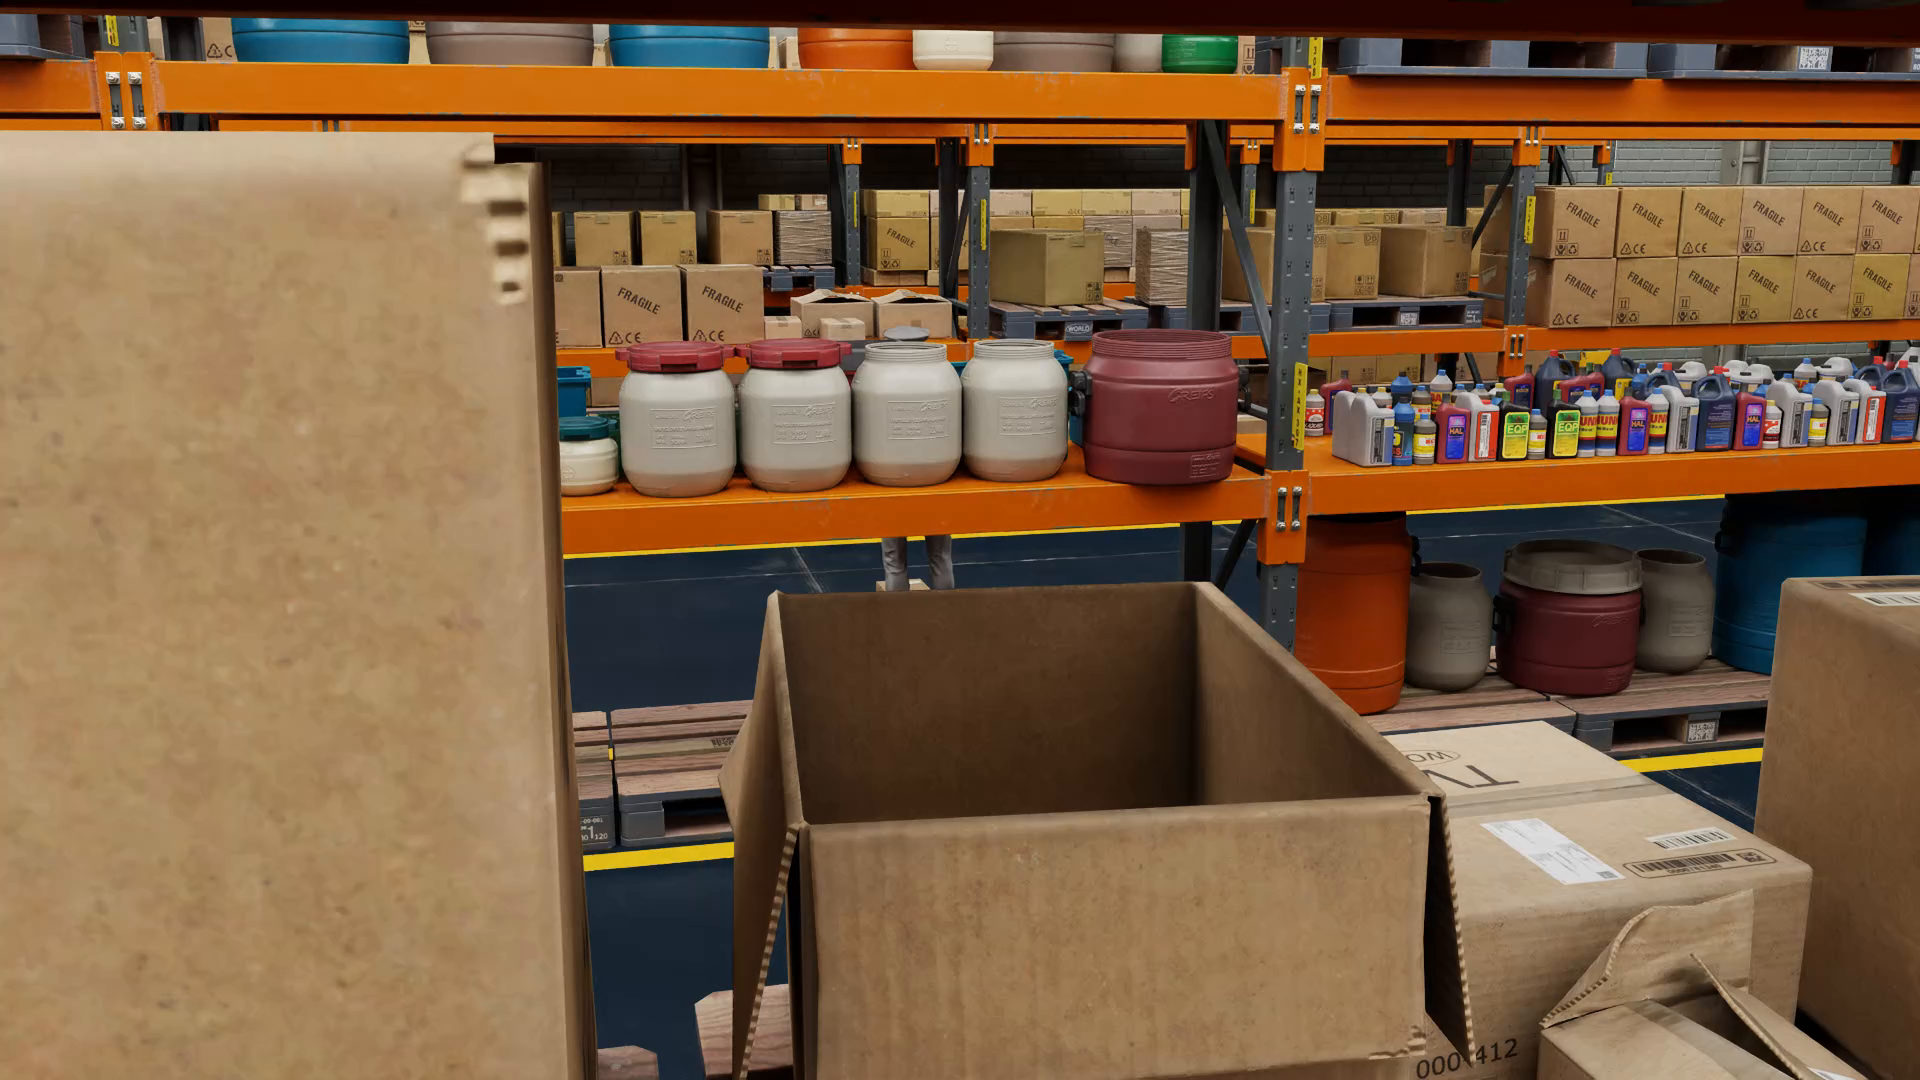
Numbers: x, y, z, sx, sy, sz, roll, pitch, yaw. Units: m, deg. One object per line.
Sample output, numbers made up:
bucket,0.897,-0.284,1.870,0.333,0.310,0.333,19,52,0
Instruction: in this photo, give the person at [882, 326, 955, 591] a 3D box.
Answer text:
person,-0.236,-0.268,8.643,0.526,1.662,0.374,-3,13,-14
